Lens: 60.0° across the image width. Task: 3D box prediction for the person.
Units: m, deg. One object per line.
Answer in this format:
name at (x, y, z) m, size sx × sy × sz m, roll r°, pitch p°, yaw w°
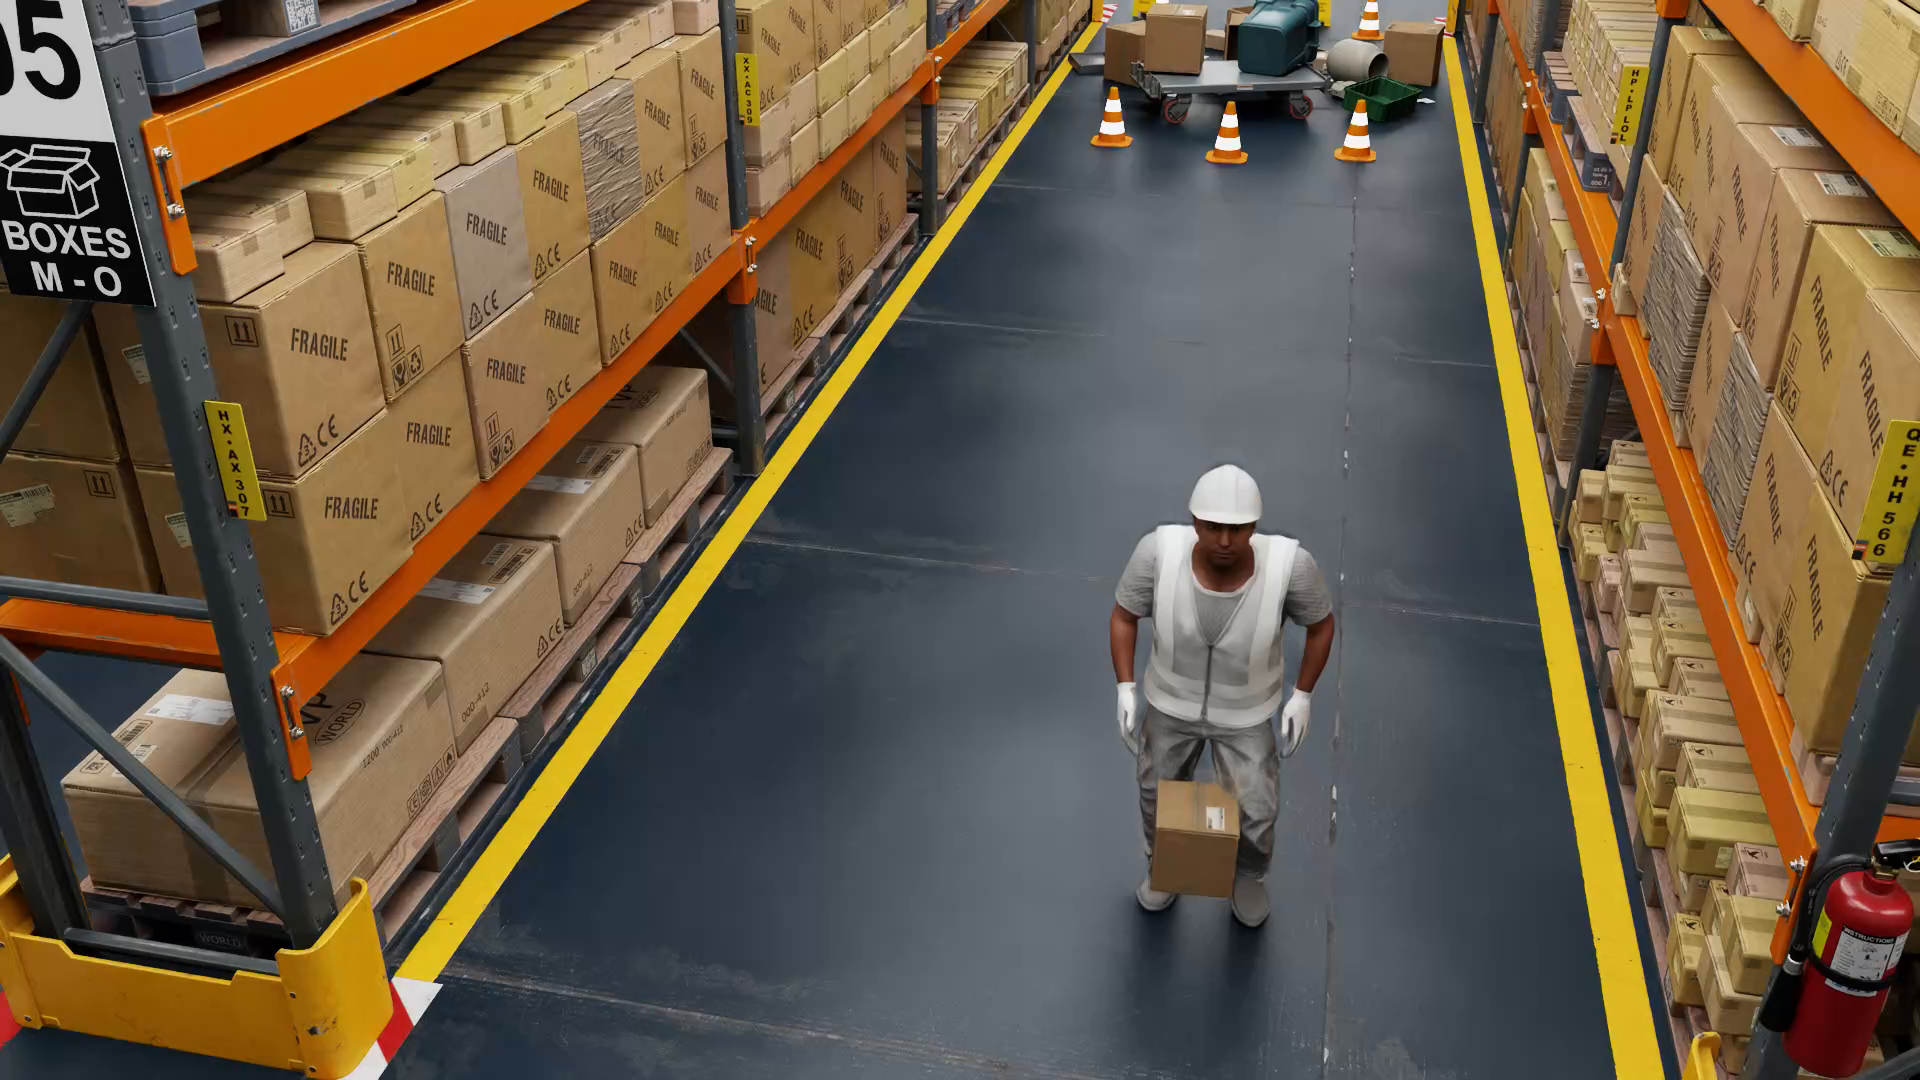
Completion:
person at (0.792, 0.522, 5.203) m, size 0.677 × 1.729 × 0.545 m, roll 7°, pitch 29°, yaw 13°
